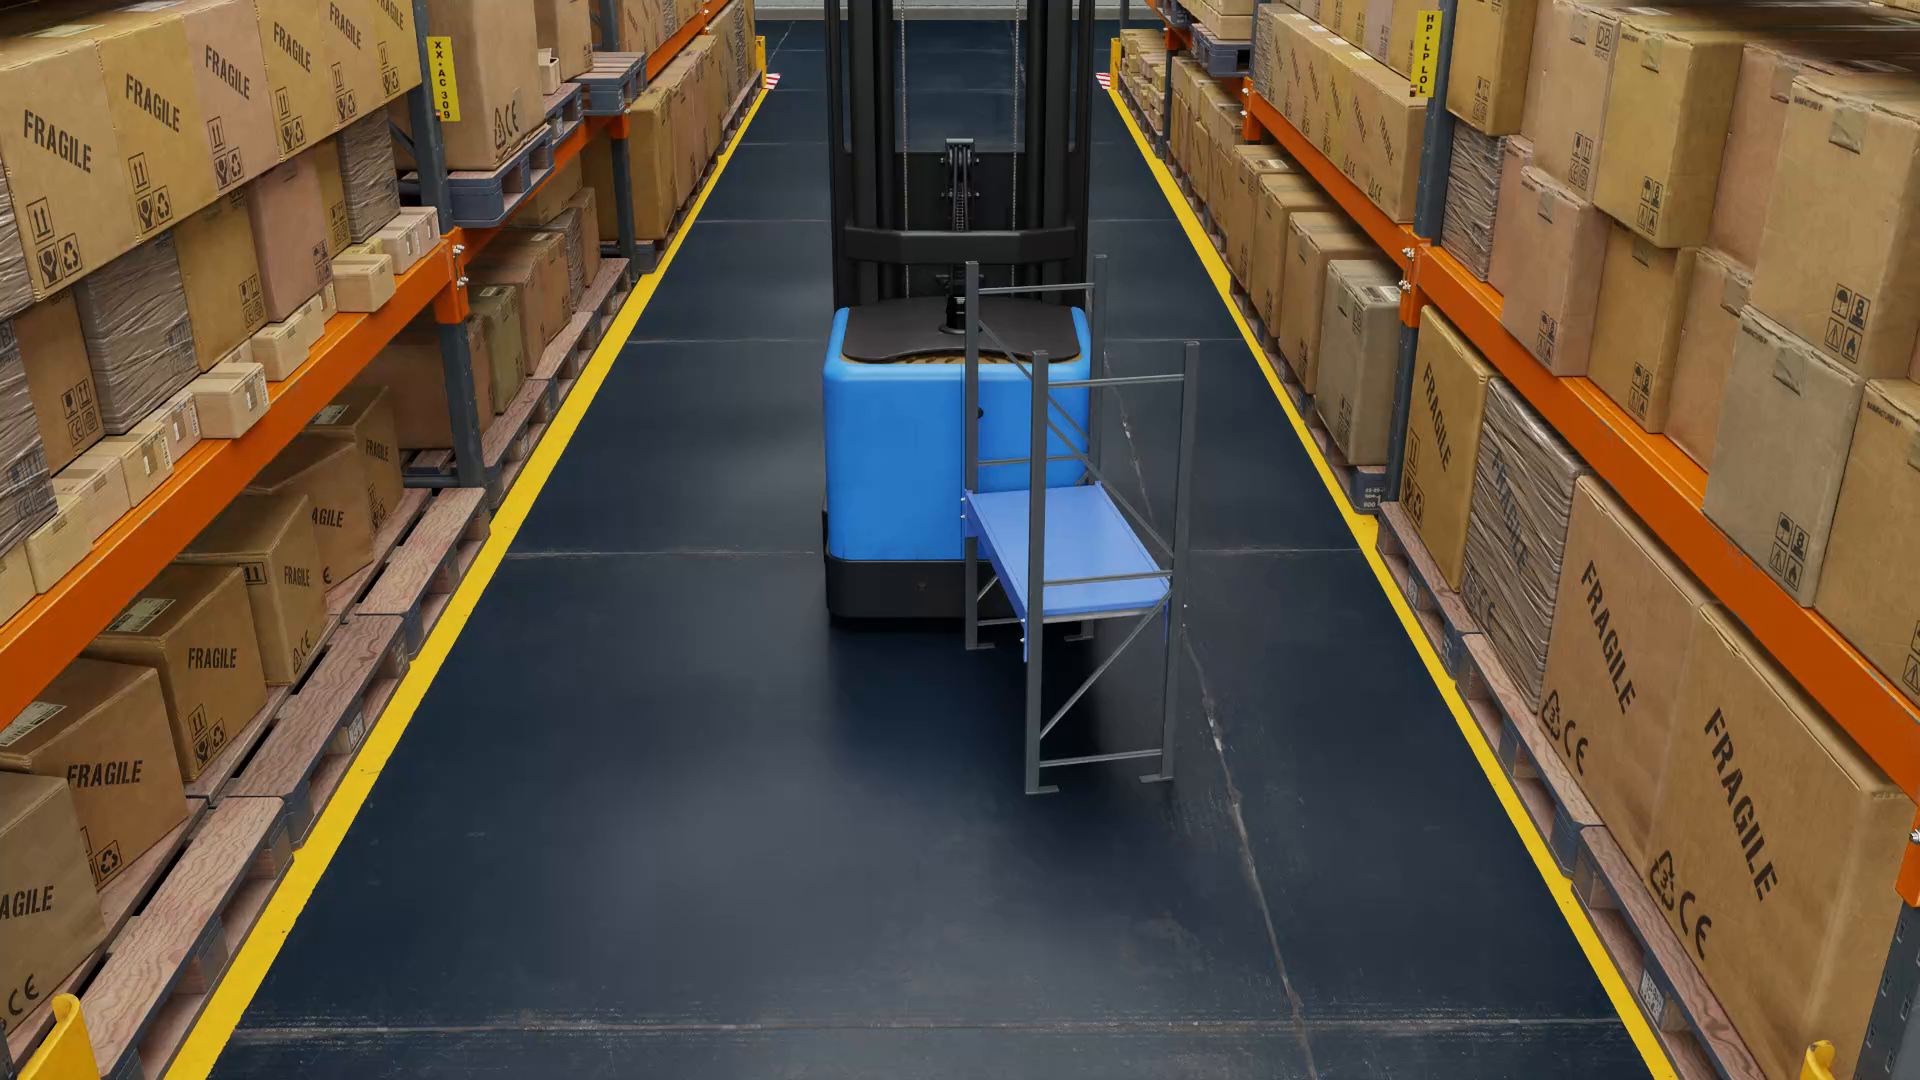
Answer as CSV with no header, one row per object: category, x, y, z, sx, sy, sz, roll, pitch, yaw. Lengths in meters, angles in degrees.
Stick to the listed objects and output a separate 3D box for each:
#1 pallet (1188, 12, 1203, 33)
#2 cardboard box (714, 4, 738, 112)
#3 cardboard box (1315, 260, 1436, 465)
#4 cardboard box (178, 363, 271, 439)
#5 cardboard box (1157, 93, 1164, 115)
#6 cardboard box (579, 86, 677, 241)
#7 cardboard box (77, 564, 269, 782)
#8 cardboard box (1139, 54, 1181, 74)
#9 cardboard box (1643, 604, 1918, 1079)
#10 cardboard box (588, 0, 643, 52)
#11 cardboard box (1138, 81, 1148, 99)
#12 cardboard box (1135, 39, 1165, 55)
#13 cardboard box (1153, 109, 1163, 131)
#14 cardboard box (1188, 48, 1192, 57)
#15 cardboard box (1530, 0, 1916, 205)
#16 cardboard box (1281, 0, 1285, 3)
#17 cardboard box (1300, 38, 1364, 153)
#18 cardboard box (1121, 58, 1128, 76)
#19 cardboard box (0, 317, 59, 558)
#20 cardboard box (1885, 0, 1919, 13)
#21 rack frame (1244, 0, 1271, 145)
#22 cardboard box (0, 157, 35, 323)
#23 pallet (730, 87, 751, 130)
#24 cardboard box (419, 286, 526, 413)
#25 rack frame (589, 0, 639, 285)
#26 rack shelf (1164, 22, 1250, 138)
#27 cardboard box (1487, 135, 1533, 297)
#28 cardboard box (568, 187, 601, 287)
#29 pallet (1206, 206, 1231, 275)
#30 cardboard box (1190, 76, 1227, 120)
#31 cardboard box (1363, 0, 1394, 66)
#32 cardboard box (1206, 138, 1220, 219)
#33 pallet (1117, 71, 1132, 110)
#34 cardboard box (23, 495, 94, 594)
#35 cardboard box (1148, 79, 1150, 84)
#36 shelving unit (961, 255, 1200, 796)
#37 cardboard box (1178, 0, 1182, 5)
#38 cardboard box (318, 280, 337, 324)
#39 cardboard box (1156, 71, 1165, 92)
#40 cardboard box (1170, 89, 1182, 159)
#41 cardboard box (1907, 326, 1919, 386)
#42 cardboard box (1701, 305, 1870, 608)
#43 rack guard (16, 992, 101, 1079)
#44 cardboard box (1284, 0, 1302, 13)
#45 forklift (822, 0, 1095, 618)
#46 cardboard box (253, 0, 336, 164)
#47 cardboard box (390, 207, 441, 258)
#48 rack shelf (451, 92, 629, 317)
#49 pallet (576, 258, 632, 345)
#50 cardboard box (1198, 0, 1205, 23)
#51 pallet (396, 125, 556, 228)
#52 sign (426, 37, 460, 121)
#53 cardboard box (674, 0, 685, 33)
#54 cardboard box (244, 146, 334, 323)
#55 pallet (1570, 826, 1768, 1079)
pallet,2.257,-3.786,12.214,1.003,0.211,1.213,0,24,-1
cardboard box,-2.622,-4.592,15.832,0.875,0.875,0.875,0,24,-1
cardboard box,2.267,-0.831,7.669,1.050,0.750,0.750,0,24,-1
cardboard box,-2.238,-0.403,4.807,0.380,0.149,0.250,0,24,-1
cardboard box,1.955,-3.863,14.739,0.380,0.149,0.250,0,24,0
cardboard box,-2.628,-2.585,11.394,1.225,0.875,0.875,-1,24,-3
cardboard box,-2.572,0.405,5.238,0.500,0.500,0.500,2,24,4
cardboard box,1.924,-4.552,15.903,0.380,0.149,0.250,-1,24,-2
cardboard box,2.334,0.736,4.051,0.875,0.875,0.875,0,24,0
cardboard box,-2.374,-3.324,10.839,0.500,0.500,0.500,0,24,1
cardboard box,1.948,-4.392,16.271,0.380,0.149,0.250,0,24,-1
cardboard box,1.982,-4.981,16.852,0.380,0.149,0.250,-1,24,-3
cardboard box,1.931,-3.759,14.871,0.380,0.149,0.250,0,24,0
cardboard box,2.457,-4.764,16.372,0.380,0.149,0.250,-1,24,-2
cardboard box,2.324,-1.369,5.144,0.875,0.550,0.550,0,24,-1
cardboard box,2.500,-3.866,11.954,0.380,0.149,0.250,0,24,0
cardboard box,2.071,-2.295,8.562,0.500,0.500,0.500,-1,24,-1
cardboard box,1.918,-5.030,17.680,0.380,0.149,0.250,0,24,1
cardboard box,-2.532,-0.189,3.545,0.875,0.500,0.500,0,24,-1
cardboard box,6.974,-3.902,11.813,0.500,0.250,0.500,-1,24,-2
rack frame,2.320,-3.058,10.371,1.000,3.000,0.127,0,24,-1
cardboard box,-2.287,-0.645,3.341,0.500,0.500,0.500,0,24,-1
pallet,-2.631,-4.273,16.441,1.003,0.211,1.213,0,24,-1
cardboard box,-2.569,-0.940,8.189,0.700,0.500,0.500,0,24,-1
rack frame,-2.641,-3.077,10.414,1.000,3.000,0.127,0,24,-1
rack shelf,2.298,-3.554,12.342,1.077,0.370,4.000,0,24,-1
cardboard box,2.408,-1.100,5.859,0.875,0.550,0.550,0,24,-1
cardboard box,-2.614,-1.863,10.228,0.700,0.500,0.500,-2,24,-3
pallet,2.313,-2.109,11.658,1.003,0.211,1.213,0,24,-1
cardboard box,2.030,-3.365,12.664,0.500,0.250,0.500,1,24,1
cardboard box,2.339,-2.536,7.882,0.700,0.500,0.500,0,24,0
cardboard box,2.049,-2.594,11.870,0.500,0.500,0.500,1,24,2
pallet,2.207,-4.718,17.425,1.003,0.211,1.213,0,24,-1
cardboard box,-2.290,0.009,3.895,0.380,0.149,0.250,0,24,-1
cardboard box,2.009,-4.404,15.935,0.380,0.149,0.250,-1,24,-3
shelving unit,0.362,-0.083,5.614,0.538,1.500,1.048,-5,25,-10
cardboard box,1.840,-4.081,12.428,0.380,0.149,0.250,-1,24,-2
cardboard box,-2.380,-0.815,5.717,0.380,0.149,0.250,0,24,-1
cardboard box,1.970,-4.120,14.948,0.380,0.149,0.250,0,24,0
cardboard box,2.019,-3.453,13.768,0.500,0.500,0.500,1,24,1
cardboard box,2.442,-0.475,3.168,0.875,0.550,0.550,0,24,-1
cardboard box,2.330,-0.209,3.890,0.875,0.550,0.550,0,24,-1
rack guard,-2.554,1.327,3.710,1.175,0.500,0.348,0,24,-1
cardboard box,2.315,-3.374,9.736,0.700,0.500,0.500,0,24,-1
forklift,-0.004,-1.595,7.220,1.130,2.935,3.031,0,24,0
cardboard box,-2.306,-1.469,5.163,0.500,0.500,0.500,0,24,-1
cardboard box,-2.301,-1.227,6.629,0.380,0.149,0.250,0,24,-1
rack shelf,-2.619,-1.925,8.740,1.077,0.370,4.000,0,24,-1
pallet,-2.634,-1.485,10.277,1.003,0.211,1.213,0,24,-1
cardboard box,1.852,-3.647,11.469,0.380,0.149,0.250,-1,24,-1
pallet,-2.460,-1.657,7.507,1.003,0.211,1.213,0,24,-1
sign,-2.055,-1.829,6.604,0.100,0.325,0.005,0,24,-1
cardboard box,-2.395,-4.160,12.688,0.500,0.500,0.500,-1,24,-1
cardboard box,-2.578,-1.013,5.367,0.875,0.500,0.500,0,24,-1
pallet,2.320,1.180,4.385,1.003,0.211,1.213,0,24,-1
